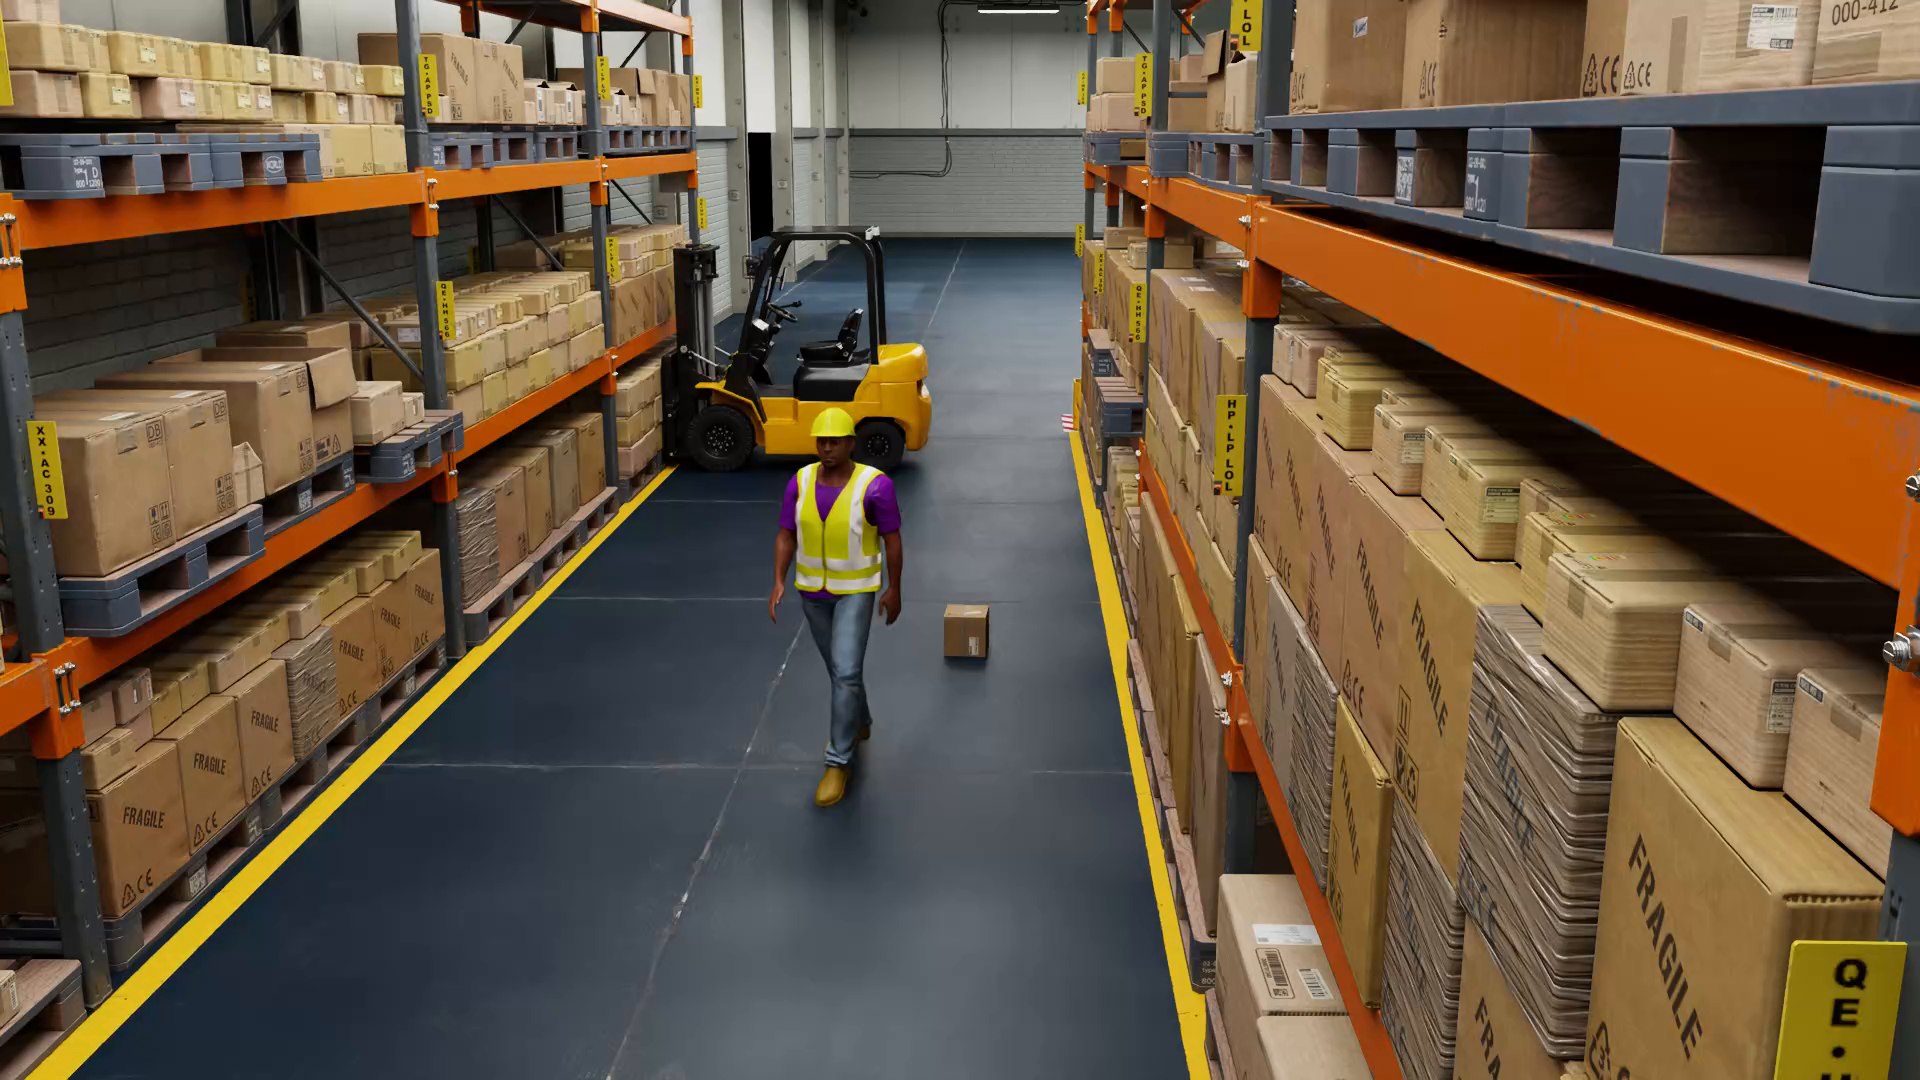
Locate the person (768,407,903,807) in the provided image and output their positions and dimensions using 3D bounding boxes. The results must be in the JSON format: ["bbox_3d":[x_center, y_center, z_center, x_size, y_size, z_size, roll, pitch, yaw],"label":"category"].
[{"bbox_3d":[-0.614,0.263,7.869,0.584,1.772,0.856,6,15,21],"label":"person"}]
